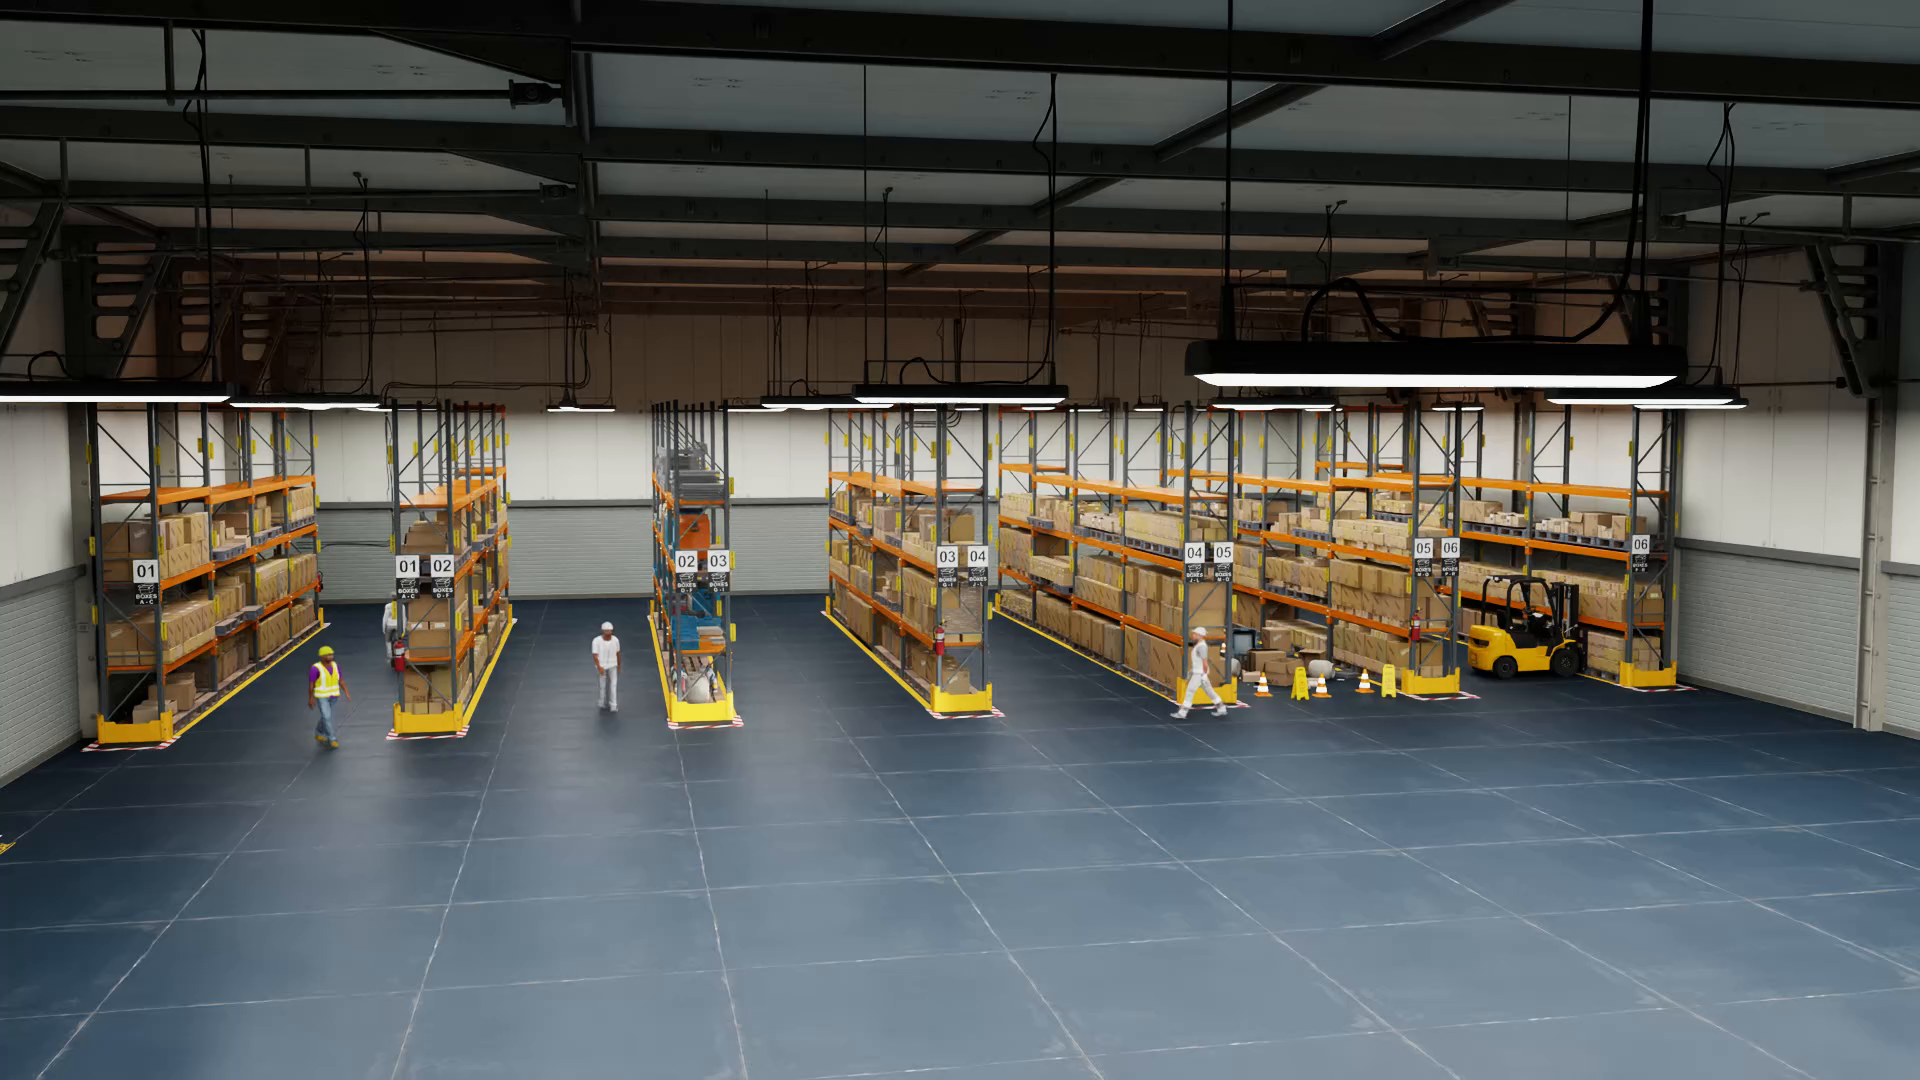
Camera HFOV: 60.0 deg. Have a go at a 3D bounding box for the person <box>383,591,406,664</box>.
[{"bbox_3d":[-12.928,2.016,38.018,0.519,1.673,0.388,-1,4,-10],"label":"person"}]

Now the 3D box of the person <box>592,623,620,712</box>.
[{"bbox_3d":[-6.784,2.445,32.064,0.574,1.701,1.042,-2,5,-27],"label":"person"}]

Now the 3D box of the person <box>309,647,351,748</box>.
[{"bbox_3d":[-10.843,2.691,28.653,1.074,1.712,0.659,4,6,42],"label":"person"}]

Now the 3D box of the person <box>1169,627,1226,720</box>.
[{"bbox_3d":[4.464,2.500,31.202,1.090,1.742,0.536,0,4,2],"label":"person"}]
